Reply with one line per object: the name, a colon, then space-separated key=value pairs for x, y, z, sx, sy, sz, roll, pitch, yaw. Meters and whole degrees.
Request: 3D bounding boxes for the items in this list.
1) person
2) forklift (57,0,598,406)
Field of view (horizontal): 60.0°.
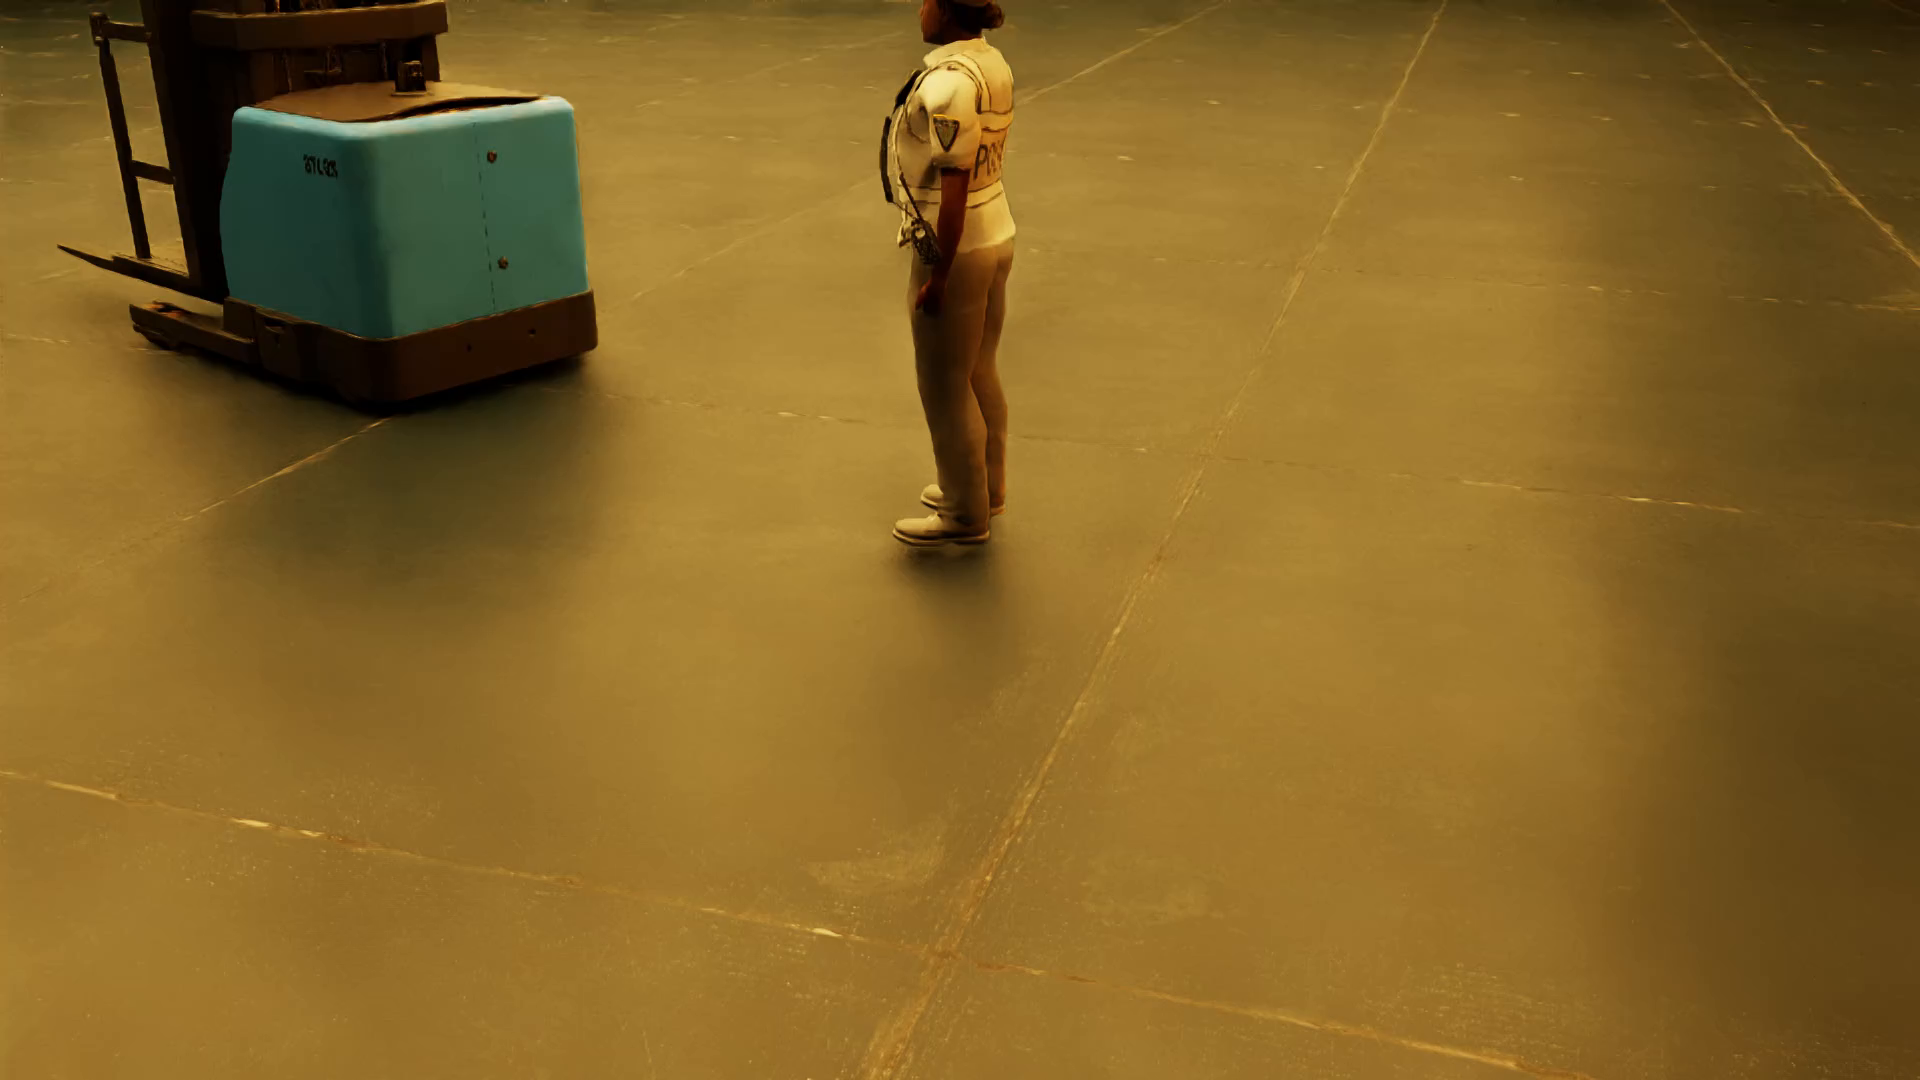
person: x=-0.017 y=-0.821 z=4.795 sx=0.338 sy=1.692 sz=0.446 roll=7 pitch=23 yaw=16
forklift: x=-2.957 y=-2.305 z=6.863 sx=3.031 sy=2.935 sz=1.130 roll=17 pitch=28 yaw=36
